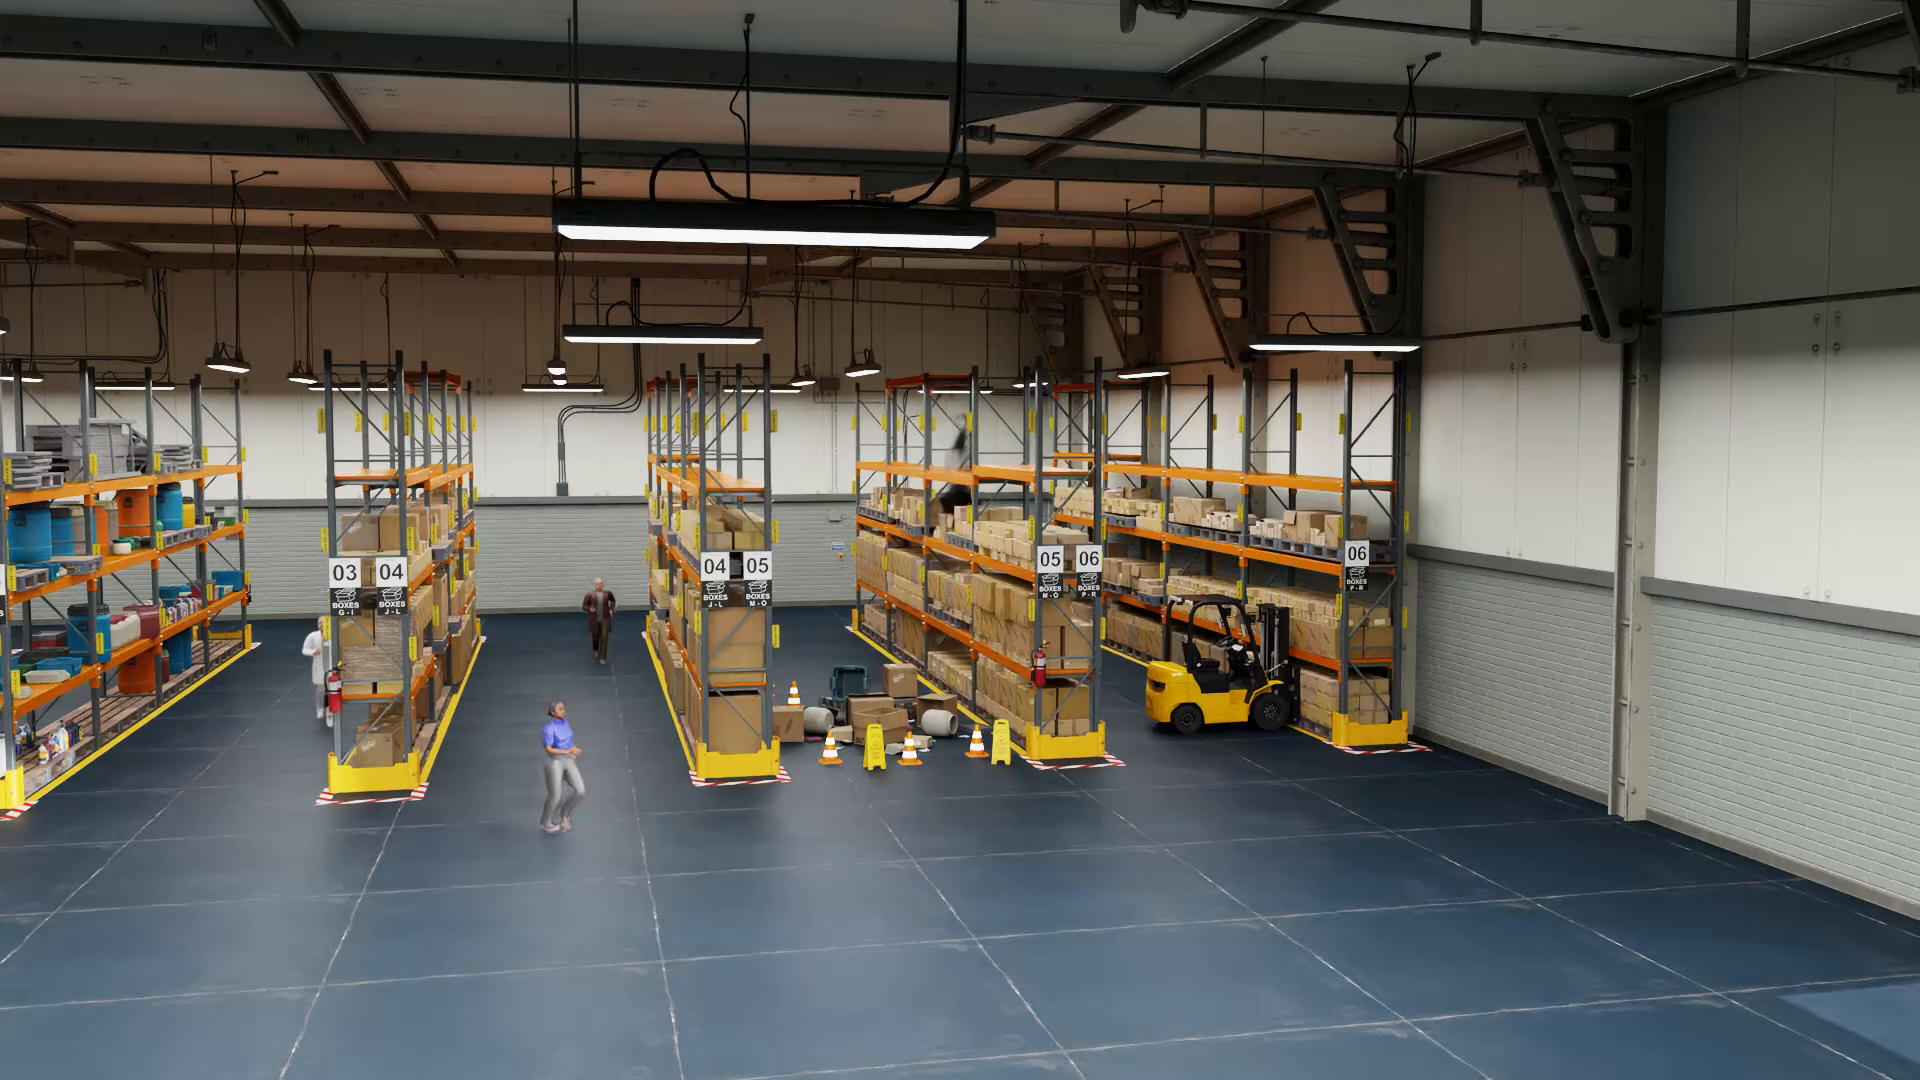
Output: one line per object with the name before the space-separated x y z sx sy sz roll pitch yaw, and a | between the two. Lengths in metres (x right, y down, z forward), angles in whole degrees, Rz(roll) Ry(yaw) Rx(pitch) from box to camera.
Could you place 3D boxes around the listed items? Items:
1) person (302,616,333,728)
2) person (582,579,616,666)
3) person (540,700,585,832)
person | -10.606 2.179 27.858 0.728 1.826 1.002 -1 4 -16
person | -7.502 1.686 34.615 0.709 1.764 1.044 -1 4 -17
person | -4.856 2.765 20.307 0.655 1.633 0.547 2 5 30
